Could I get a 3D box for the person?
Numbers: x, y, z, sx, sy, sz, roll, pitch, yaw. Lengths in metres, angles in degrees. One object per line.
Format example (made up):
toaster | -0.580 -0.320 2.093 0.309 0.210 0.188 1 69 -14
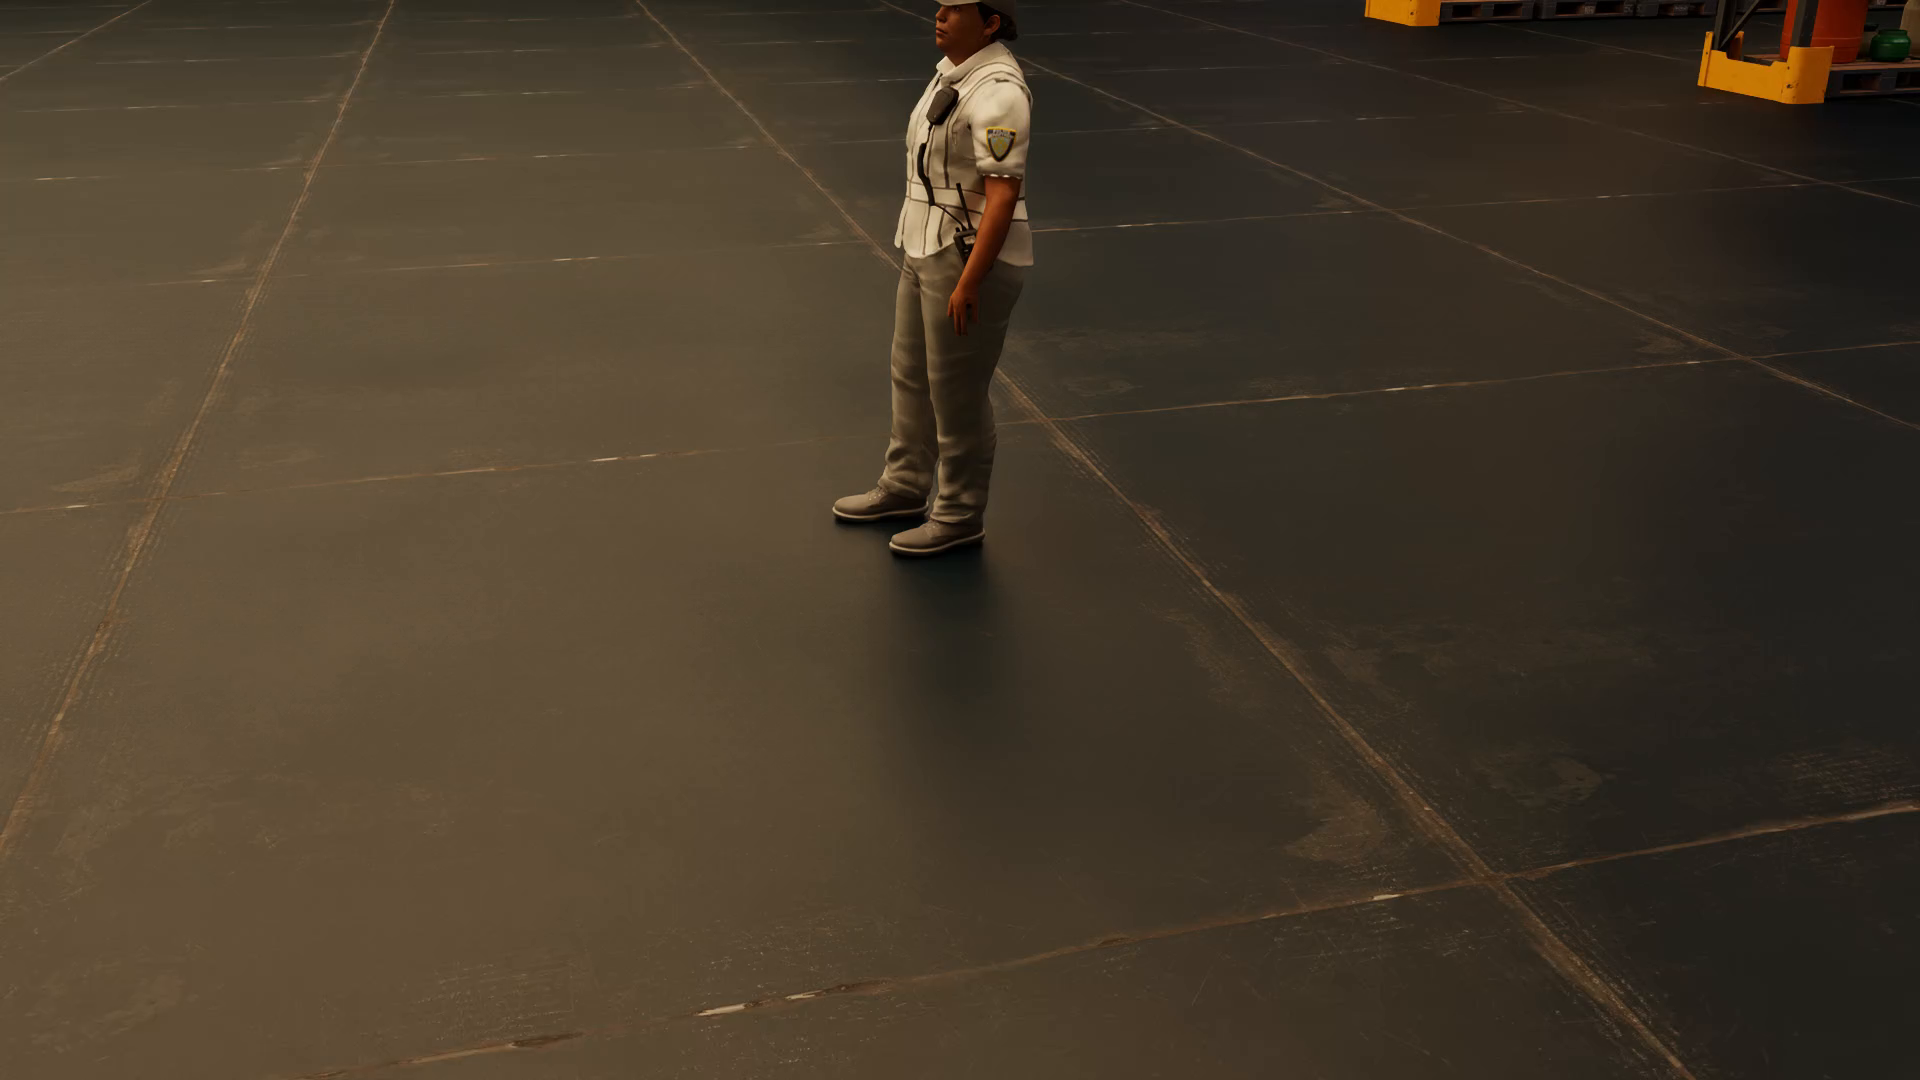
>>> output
person | -0.080 -0.770 4.727 0.529 1.659 0.599 -6 24 -14
